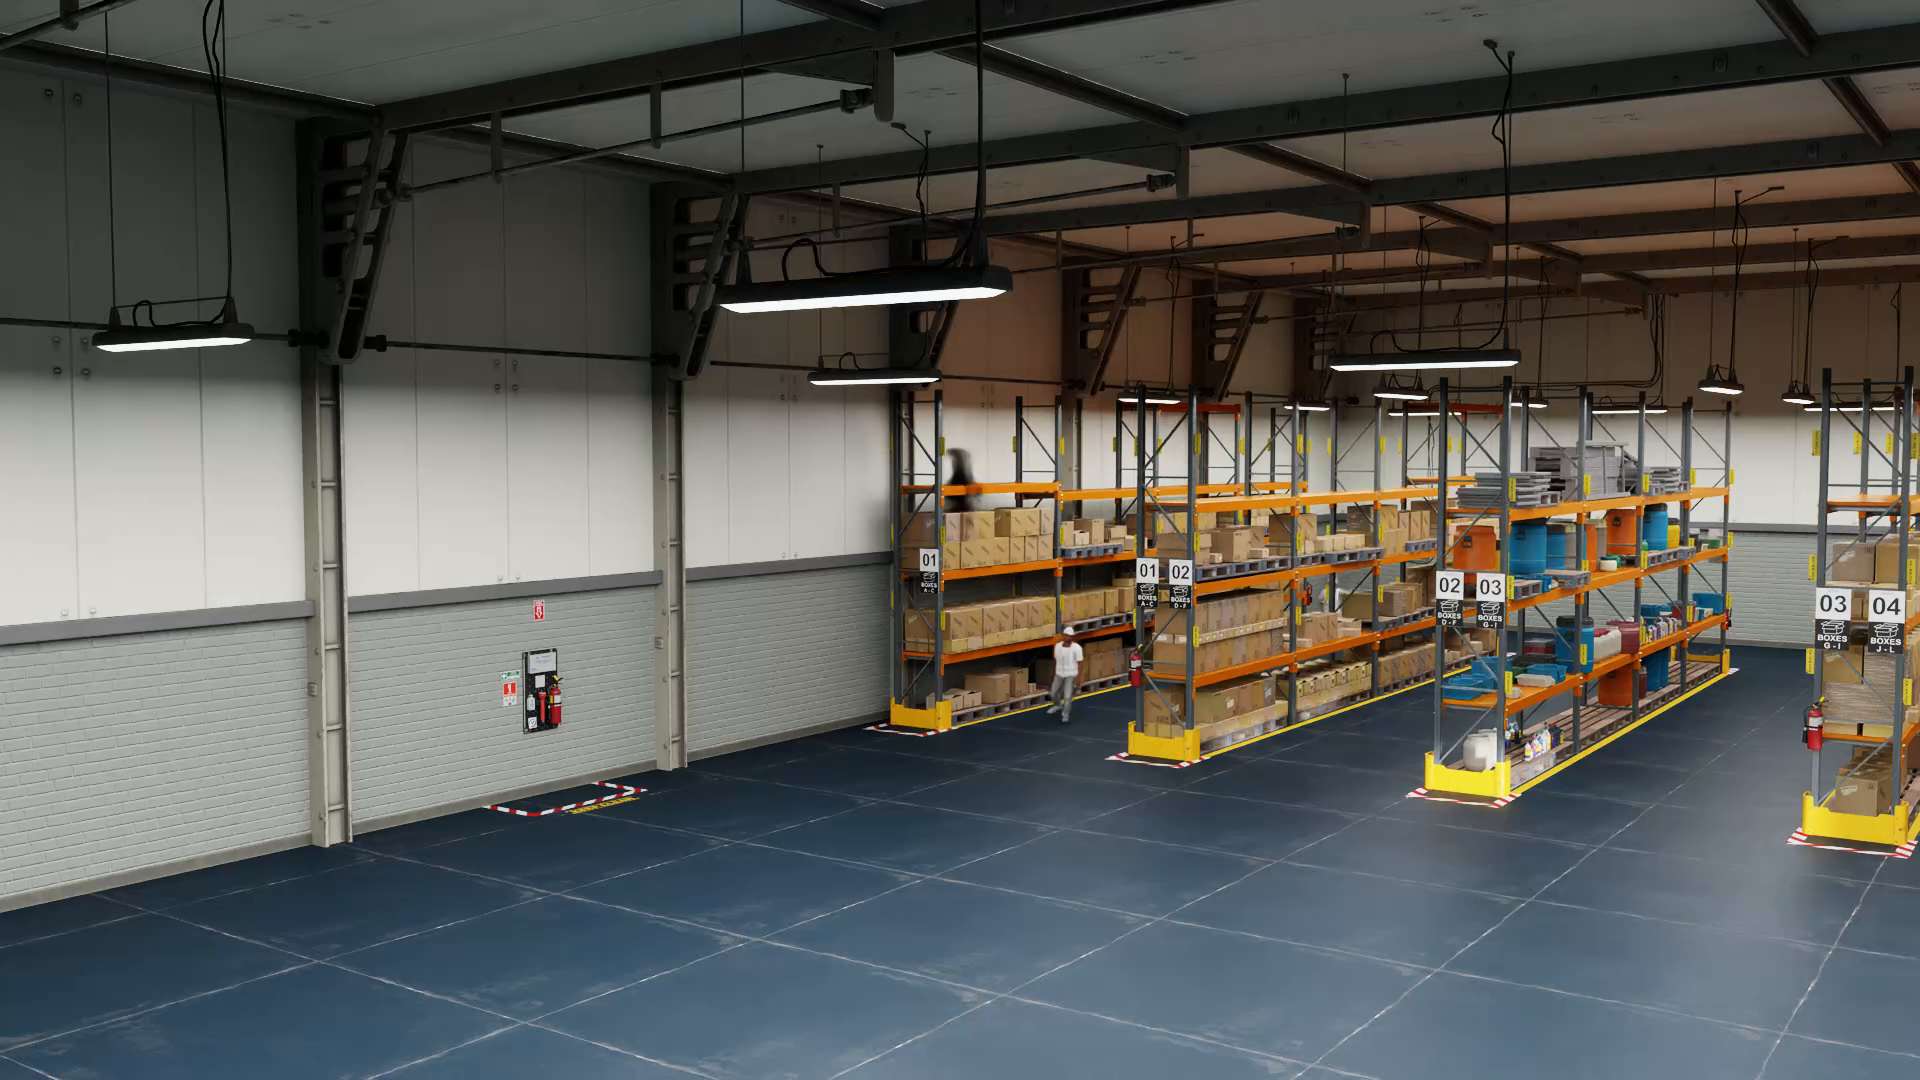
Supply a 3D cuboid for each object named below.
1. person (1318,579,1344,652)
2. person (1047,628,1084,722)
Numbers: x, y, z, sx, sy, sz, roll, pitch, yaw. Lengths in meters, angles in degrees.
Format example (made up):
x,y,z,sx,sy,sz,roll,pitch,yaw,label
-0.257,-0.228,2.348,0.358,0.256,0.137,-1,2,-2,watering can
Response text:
x,y,z,sx,sy,sz,roll,pitch,yaw,label
9.078,1.817,40.595,0.672,1.822,0.805,2,4,31,person
1.905,2.434,30.205,0.788,1.721,0.568,2,4,27,person
